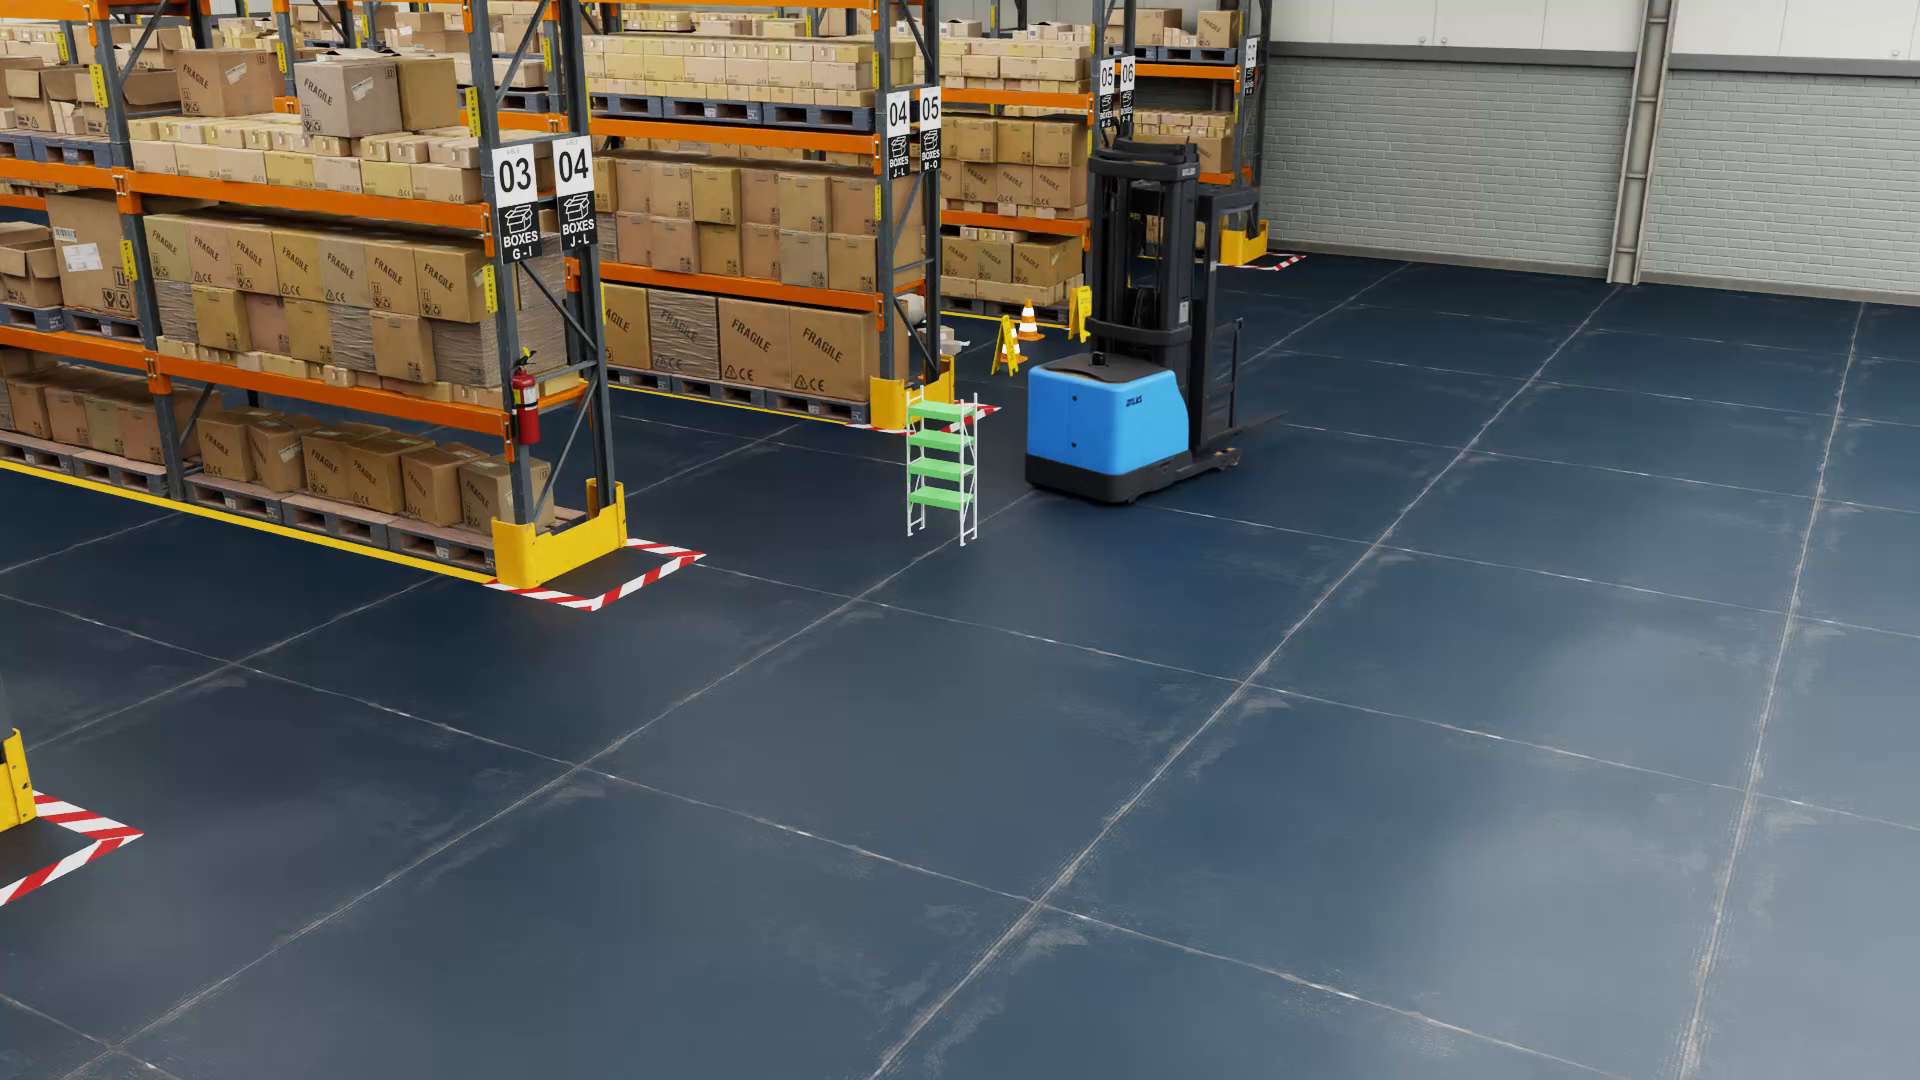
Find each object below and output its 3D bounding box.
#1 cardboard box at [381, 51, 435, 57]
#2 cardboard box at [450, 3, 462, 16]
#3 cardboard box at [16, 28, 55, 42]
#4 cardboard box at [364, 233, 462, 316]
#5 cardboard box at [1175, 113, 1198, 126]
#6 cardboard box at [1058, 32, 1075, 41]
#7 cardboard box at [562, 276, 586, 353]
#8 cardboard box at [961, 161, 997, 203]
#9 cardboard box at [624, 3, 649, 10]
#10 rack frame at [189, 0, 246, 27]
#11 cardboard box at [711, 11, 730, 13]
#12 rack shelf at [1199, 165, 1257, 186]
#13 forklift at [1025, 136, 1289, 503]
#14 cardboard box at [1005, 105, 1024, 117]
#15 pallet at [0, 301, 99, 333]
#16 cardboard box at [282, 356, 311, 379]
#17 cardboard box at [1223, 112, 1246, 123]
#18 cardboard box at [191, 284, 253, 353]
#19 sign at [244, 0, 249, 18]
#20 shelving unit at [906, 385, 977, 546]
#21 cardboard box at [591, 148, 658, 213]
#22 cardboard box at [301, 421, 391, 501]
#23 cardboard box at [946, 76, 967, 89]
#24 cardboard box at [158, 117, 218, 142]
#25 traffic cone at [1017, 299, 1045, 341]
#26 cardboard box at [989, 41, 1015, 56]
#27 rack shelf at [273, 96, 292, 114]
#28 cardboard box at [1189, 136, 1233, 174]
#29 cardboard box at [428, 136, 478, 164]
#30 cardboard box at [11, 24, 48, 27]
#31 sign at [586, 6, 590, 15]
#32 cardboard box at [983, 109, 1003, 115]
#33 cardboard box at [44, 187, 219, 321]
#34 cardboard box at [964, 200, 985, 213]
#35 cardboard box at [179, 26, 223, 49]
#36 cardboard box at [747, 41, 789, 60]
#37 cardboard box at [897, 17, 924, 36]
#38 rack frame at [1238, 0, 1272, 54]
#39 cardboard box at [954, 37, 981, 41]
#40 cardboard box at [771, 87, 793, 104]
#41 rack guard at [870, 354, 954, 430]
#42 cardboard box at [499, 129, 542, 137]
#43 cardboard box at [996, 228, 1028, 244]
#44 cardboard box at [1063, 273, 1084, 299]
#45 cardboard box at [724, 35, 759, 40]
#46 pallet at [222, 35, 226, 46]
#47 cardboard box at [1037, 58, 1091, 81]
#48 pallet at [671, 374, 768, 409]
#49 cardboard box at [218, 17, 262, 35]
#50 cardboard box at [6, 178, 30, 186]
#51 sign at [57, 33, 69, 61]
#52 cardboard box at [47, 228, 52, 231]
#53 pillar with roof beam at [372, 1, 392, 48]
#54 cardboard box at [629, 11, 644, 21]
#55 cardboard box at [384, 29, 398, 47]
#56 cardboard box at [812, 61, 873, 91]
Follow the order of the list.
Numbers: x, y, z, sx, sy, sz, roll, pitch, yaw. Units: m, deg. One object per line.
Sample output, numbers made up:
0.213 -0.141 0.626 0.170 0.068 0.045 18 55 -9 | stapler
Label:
-6.068 -5.274 18.474 0.500 0.311 0.500 10 22 26 | cardboard box
-9.019 -9.790 30.608 0.500 0.250 0.500 11 22 27 | cardboard box
-11.846 -6.482 21.340 0.250 0.149 0.380 11 23 27 | cardboard box
-4.041 -1.982 12.380 0.500 0.500 0.500 11 23 27 | cardboard box
3.362 -6.210 24.551 0.250 0.149 0.380 11 23 28 | cardboard box
1.672 -7.563 25.022 0.250 0.149 0.380 12 23 29 | cardboard box
-4.572 -2.567 18.725 0.750 0.750 1.050 11 23 27 | cardboard box
0.354 -4.540 20.898 0.500 0.500 0.500 11 23 27 | cardboard box
-5.679 -9.456 29.198 0.258 0.266 0.396 11 23 27 | cardboard box
-12.136 -9.657 26.790 0.127 3.000 1.000 11 23 27 | rack frame
-4.057 -8.987 28.543 0.250 0.149 0.380 11 22 27 | cardboard box
2.503 -5.648 25.592 4.000 0.370 1.077 11 23 27 | rack shelf
1.935 -2.113 14.893 1.130 2.935 3.031 17 26 39 | forklift
0.891 -6.670 25.819 0.250 0.149 0.380 11 23 28 | cardboard box
-8.237 -2.149 15.171 1.213 0.211 1.003 11 23 27 | pallet
-5.136 -1.402 13.199 0.250 0.149 0.380 11 23 27 | cardboard box
4.060 -6.265 24.704 0.250 0.149 0.380 10 22 26 | cardboard box
-5.711 -1.891 13.595 0.500 0.500 0.875 11 23 27 | cardboard box
-11.860 -8.785 27.603 0.005 0.325 0.100 11 23 27 | sign
-0.145 -0.592 13.236 0.503 1.200 0.258 11 23 27 | shelving unit
-3.681 -3.857 17.795 0.550 0.550 0.875 11 23 27 | cardboard box
-5.079 -0.662 13.840 0.500 0.500 0.500 9 22 23 | cardboard box
0.021 -5.686 20.610 0.250 0.149 0.380 10 22 27 | cardboard box
-6.094 -3.248 13.156 0.250 0.149 0.380 10 22 25 | cardboard box
0.827 -2.670 20.048 0.334 0.463 0.336 11 23 27 | traffic cone
0.548 -6.002 20.314 0.250 0.149 0.380 11 23 27 | cardboard box
-9.224 -5.420 20.564 4.000 0.370 1.077 11 23 27 | rack shelf
3.692 -5.705 24.546 0.500 0.500 0.500 10 22 26 | cardboard box
-3.566 -2.784 11.877 0.250 0.149 0.380 10 22 26 | cardboard box
-12.465 -6.836 22.314 0.250 0.149 0.380 10 22 26 | cardboard box
-6.485 -9.140 29.006 0.005 0.325 0.100 11 23 27 | sign
0.555 -6.793 26.596 0.250 0.149 0.380 10 22 26 | cardboard box
-7.118 -2.544 14.483 1.000 1.000 1.000 11 23 28 | cardboard box
0.250 -4.248 21.045 0.250 0.149 0.380 11 22 27 | cardboard box
-9.091 -6.030 19.922 0.258 0.266 0.396 11 23 27 | cardboard box
-1.839 -4.721 16.017 0.250 0.149 0.380 11 23 28 | cardboard box
-0.663 -8.107 26.285 0.500 0.311 0.500 10 22 25 | cardboard box
4.249 -8.474 23.530 0.127 3.000 1.000 11 23 27 | rack frame
0.123 -6.290 21.108 0.250 0.149 0.380 11 23 28 | cardboard box
-1.614 -4.303 16.035 0.250 0.149 0.380 11 23 28 | cardboard box
-0.473 -1.506 16.784 0.348 0.500 1.175 11 23 27 | rack guard
-3.308 -2.939 12.305 0.250 0.149 0.380 11 23 28 | cardboard box
0.652 -3.835 20.903 0.250 0.149 0.380 12 23 29 | cardboard box
1.263 -3.297 21.471 0.500 0.250 0.500 11 22 27 | cardboard box
-2.185 -5.043 16.907 0.250 0.149 0.380 11 23 28 | cardboard box
-11.484 -8.085 26.985 1.213 0.211 1.003 11 23 27 | pallet
1.254 -5.660 19.954 0.500 0.250 0.500 10 22 27 | cardboard box
-2.291 -1.687 17.707 1.213 0.211 1.003 11 23 27 | pallet
-11.700 -8.372 27.106 0.500 0.250 0.500 9 22 22 | cardboard box
-12.417 -5.034 22.260 0.500 0.500 0.500 11 23 27 | cardboard box
-11.228 -6.171 20.822 0.005 0.325 0.100 11 23 27 | sign
-12.940 -4.316 23.557 0.250 0.149 0.380 12 23 29 | cardboard box
-13.733 -10.570 29.308 0.400 9.000 9.100 11 23 27 | pillar with roof beam
-5.474 -9.033 28.638 0.250 0.149 0.380 10 22 26 | cardboard box
-8.378 -7.528 24.902 0.258 0.266 0.396 11 22 27 | cardboard box
-1.057 -4.407 15.738 0.500 0.250 0.500 11 23 28 | cardboard box
